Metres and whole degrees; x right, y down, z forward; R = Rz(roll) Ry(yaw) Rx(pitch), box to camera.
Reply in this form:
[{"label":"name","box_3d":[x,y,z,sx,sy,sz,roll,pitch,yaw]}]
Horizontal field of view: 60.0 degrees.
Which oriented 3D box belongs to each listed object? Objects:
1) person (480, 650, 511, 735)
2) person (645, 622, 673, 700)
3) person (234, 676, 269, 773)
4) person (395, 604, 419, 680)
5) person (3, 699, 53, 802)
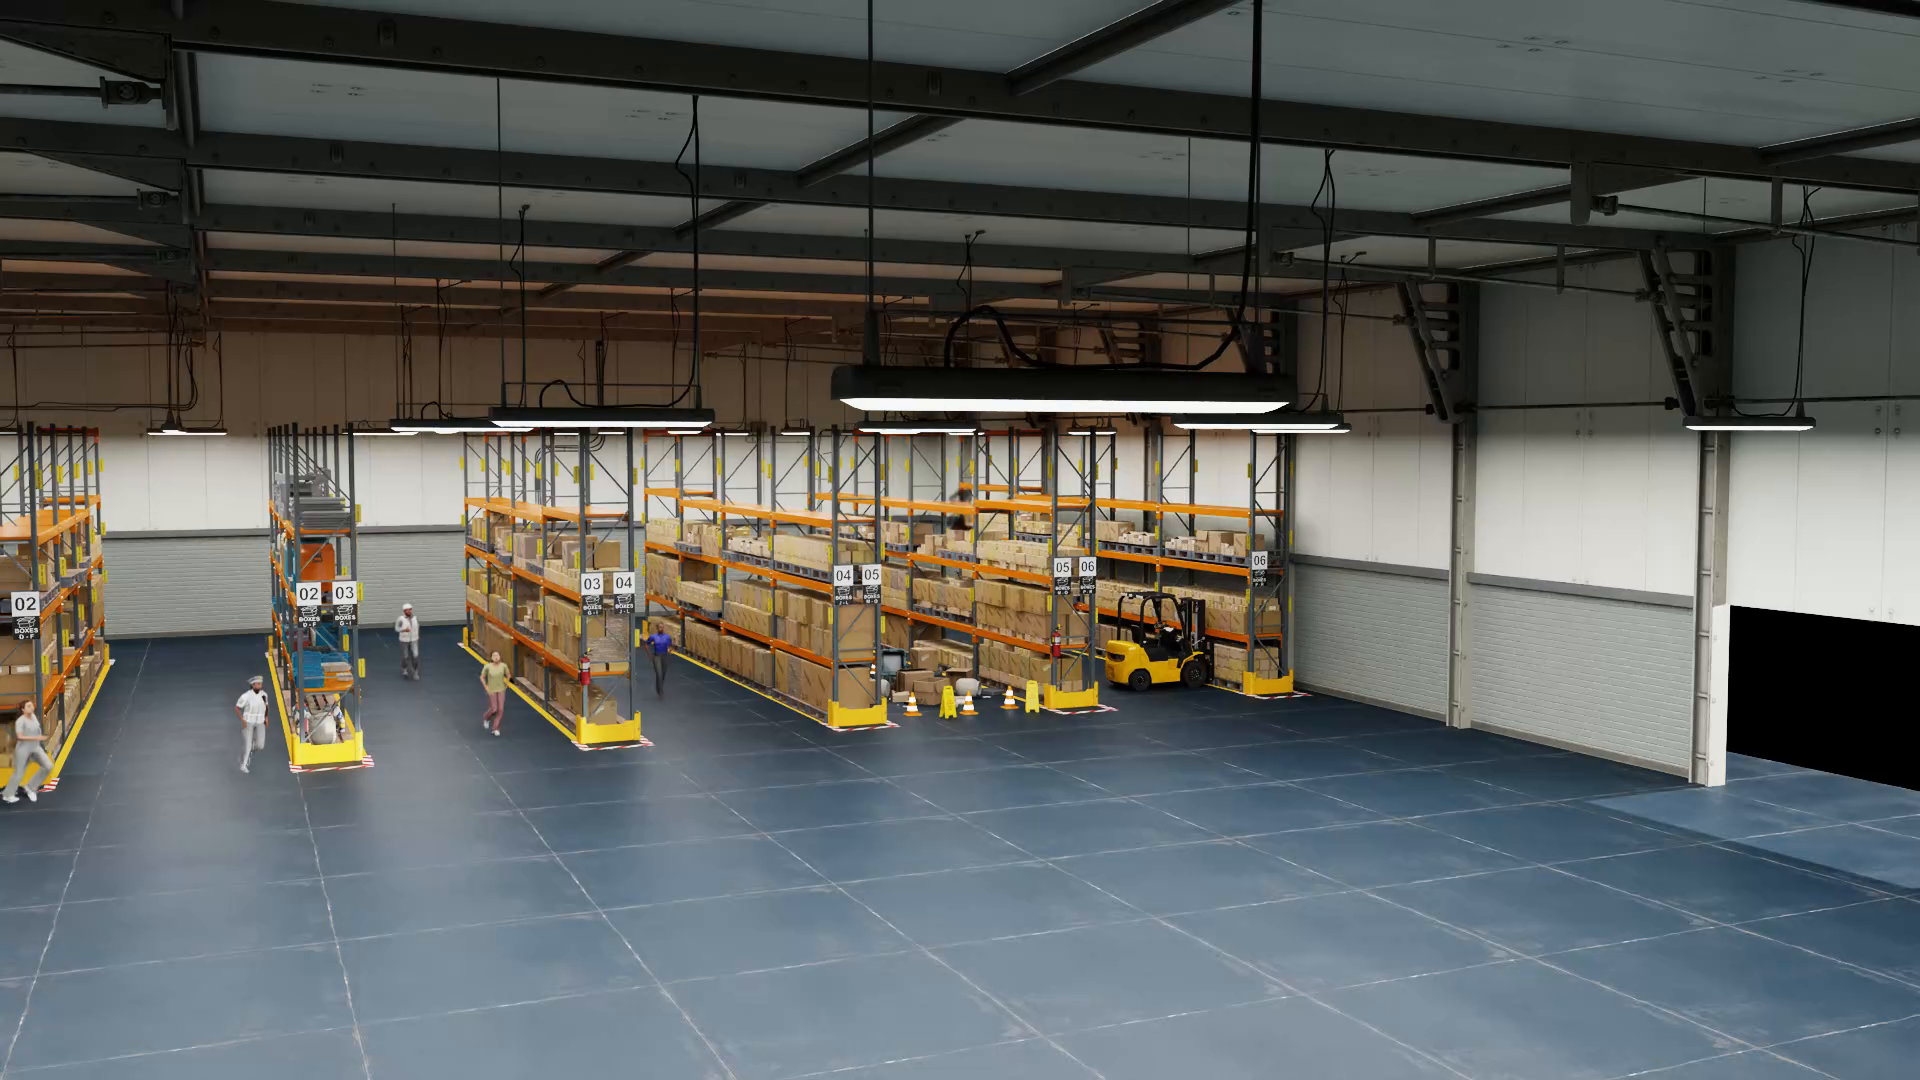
[{"label":"person","box_3d":[-8.985,2.945,32.230,0.574,1.639,0.585,-2,4,-29]},{"label":"person","box_3d":[-6.630,2.652,36.727,0.585,1.679,0.846,-2,4,-29]},{"label":"person","box_3d":[-12.199,3.165,28.734,0.519,1.645,0.625,3,5,43]},{"label":"person","box_3d":[-13.135,2.419,39.576,0.641,1.824,0.780,-2,4,-31]},{"label":"person","box_3d":[-14.574,3.289,26.028,0.823,1.622,0.579,1,4,14]}]
